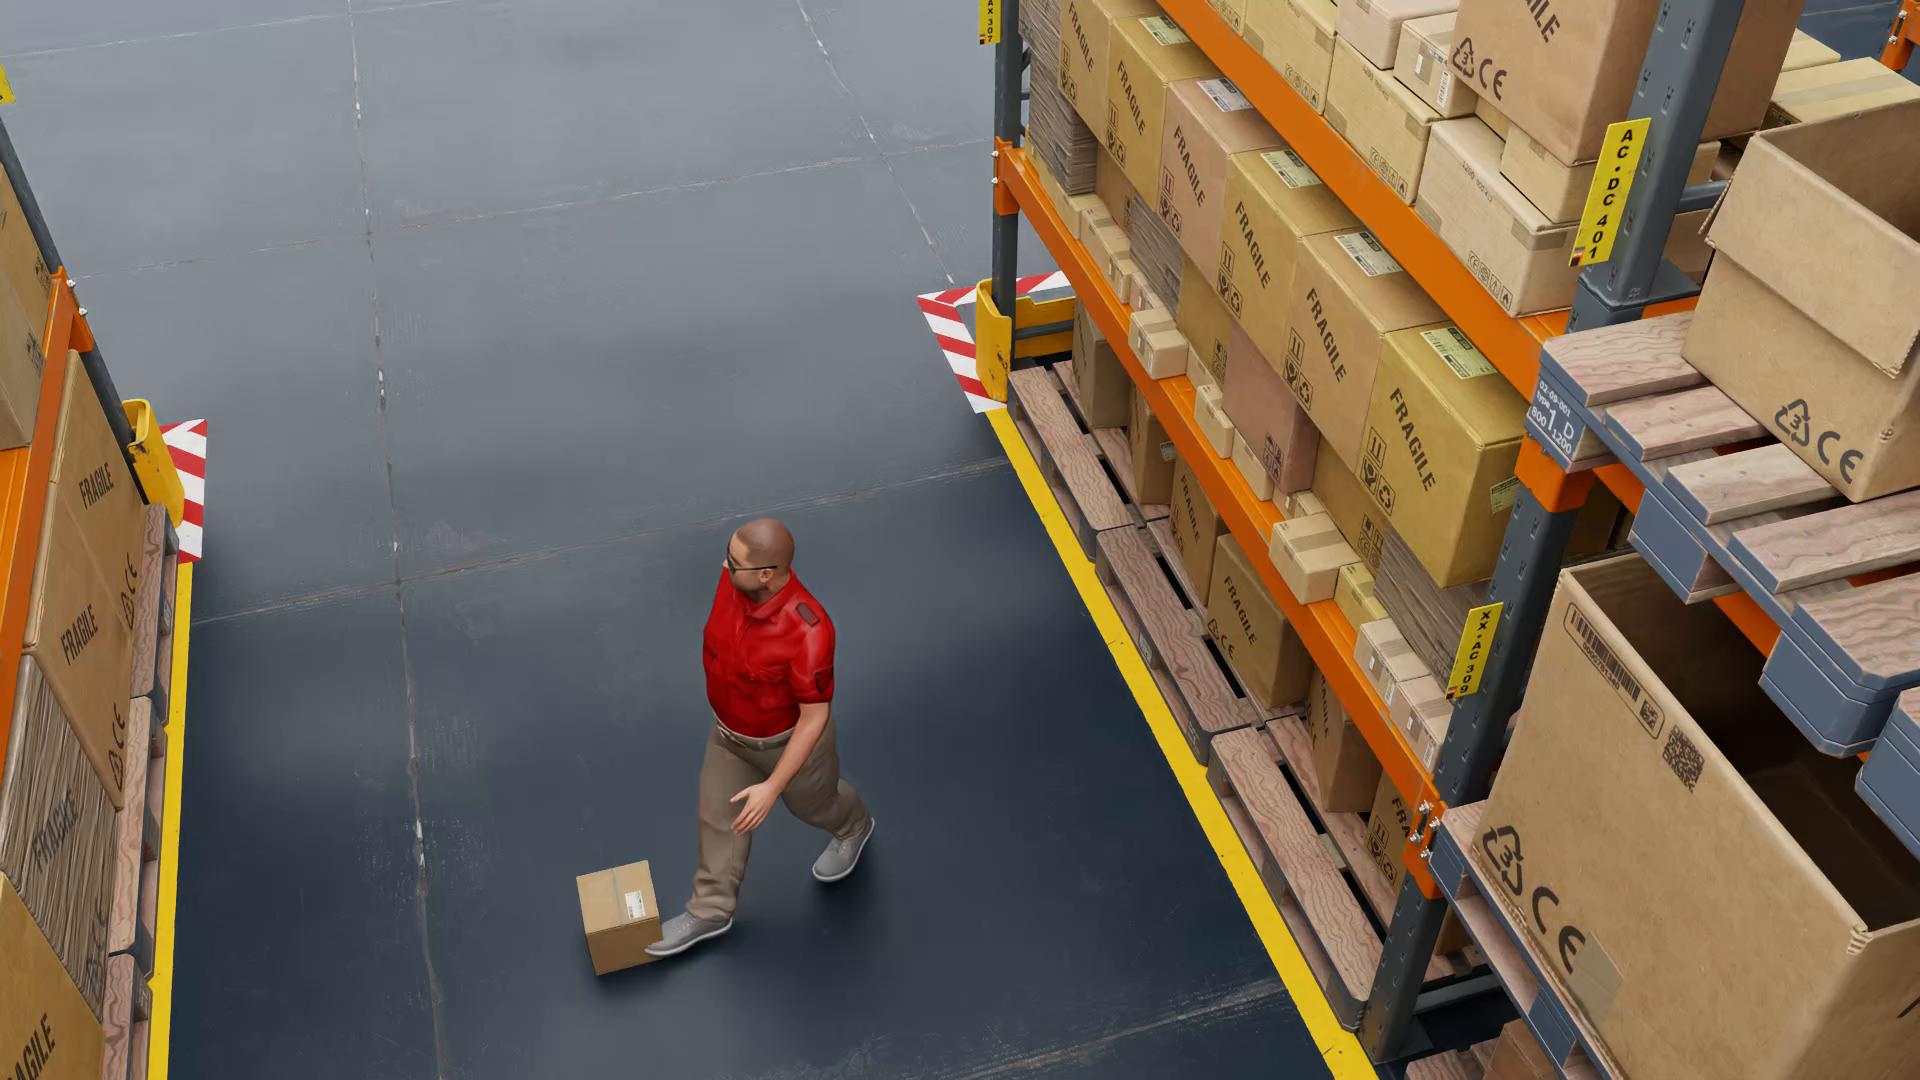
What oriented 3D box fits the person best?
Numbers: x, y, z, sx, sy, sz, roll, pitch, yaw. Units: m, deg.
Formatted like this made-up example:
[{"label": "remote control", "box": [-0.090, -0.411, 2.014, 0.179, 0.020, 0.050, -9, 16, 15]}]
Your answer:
[{"label": "person", "box": [-0.623, 0.610, 5.456, 0.586, 1.623, 0.748, 32, 51, 30]}]
